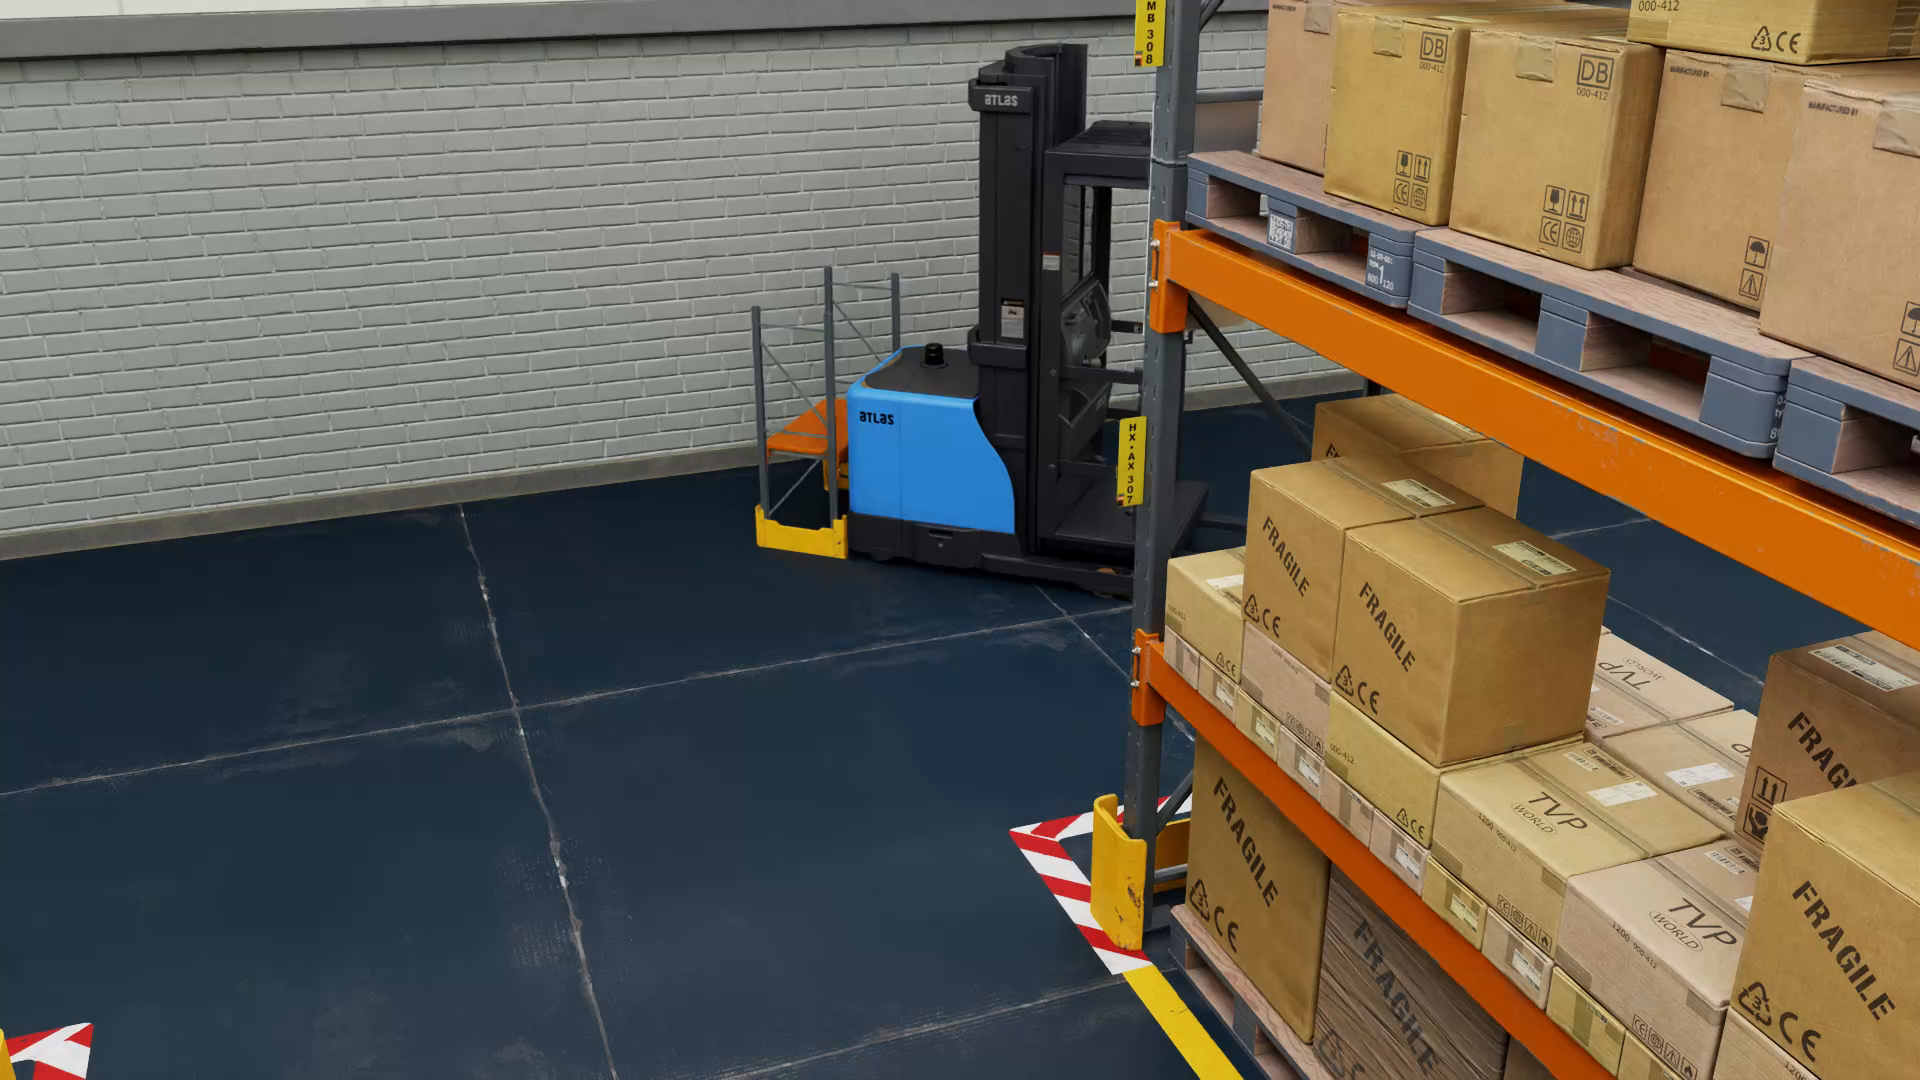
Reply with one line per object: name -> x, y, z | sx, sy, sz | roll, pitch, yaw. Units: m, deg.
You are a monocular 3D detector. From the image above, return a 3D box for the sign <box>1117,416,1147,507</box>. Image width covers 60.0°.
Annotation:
sign -> 0.600, -0.273, 5.819 | 0.100, 0.325, 0.005 | -8, 24, -19

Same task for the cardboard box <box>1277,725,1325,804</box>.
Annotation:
cardboard box -> 1.214, 0.659, 5.147 | 0.380, 0.149, 0.250 | -9, 24, -20

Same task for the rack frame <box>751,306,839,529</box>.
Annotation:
rack frame -> -0.964, -0.624, 9.800 | 0.500, 1.500, 0.032 | 8, 24, 18

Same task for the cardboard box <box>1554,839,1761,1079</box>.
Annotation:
cardboard box -> 1.767, 0.976, 3.881 | 0.500, 0.250, 0.500 | -8, 24, -18

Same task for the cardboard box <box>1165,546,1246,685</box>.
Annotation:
cardboard box -> 1.038, 0.232, 5.648 | 0.500, 0.250, 0.500 | -9, 24, -20

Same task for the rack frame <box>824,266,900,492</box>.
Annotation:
rack frame -> -0.617, -0.995, 10.680 | 0.500, 1.500, 0.032 | 8, 24, 18

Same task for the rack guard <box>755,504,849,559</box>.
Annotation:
rack guard -> -0.957, -0.055, 10.059 | 0.587, 0.250, 0.087 | 8, 24, 18

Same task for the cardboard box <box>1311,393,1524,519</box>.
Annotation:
cardboard box -> 1.539, -0.184, 5.669 | 0.500, 0.500, 0.500 | -8, 24, -18

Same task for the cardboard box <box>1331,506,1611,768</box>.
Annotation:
cardboard box -> 1.404, 0.256, 4.626 | 0.500, 0.500, 0.500 | -9, 24, -20

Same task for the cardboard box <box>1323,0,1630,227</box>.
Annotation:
cardboard box -> 1.441, -1.177, 4.520 | 0.700, 0.500, 0.500 | -9, 25, -21

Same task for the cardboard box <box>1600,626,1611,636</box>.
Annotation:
cardboard box -> 1.720, 0.345, 5.380 | 0.500, 0.250, 0.500 | -9, 24, -20

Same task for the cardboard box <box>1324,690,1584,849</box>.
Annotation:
cardboard box -> 1.402, 0.603, 4.767 | 0.500, 0.250, 0.500 | -9, 25, -21

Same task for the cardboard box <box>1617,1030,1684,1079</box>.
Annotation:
cardboard box -> 1.756, 1.218, 3.822 | 0.380, 0.149, 0.250 | -8, 24, -18

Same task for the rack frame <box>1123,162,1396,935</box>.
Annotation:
rack frame -> 1.122, 0.089, 6.178 | 1.000, 3.000, 0.127 | -8, 24, -19

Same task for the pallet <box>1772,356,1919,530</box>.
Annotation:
pallet -> 2.255, -0.098, 2.873 | 1.003, 0.211, 1.213 | -8, 24, -19

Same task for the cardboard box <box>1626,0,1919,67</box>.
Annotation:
cardboard box -> 1.826, -1.190, 3.585 | 0.500, 0.250, 0.500 | -9, 25, -21

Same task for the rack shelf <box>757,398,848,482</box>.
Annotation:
rack shelf -> -0.790, -0.644, 10.310 | 0.538, 0.185, 1.000 | 8, 24, 18

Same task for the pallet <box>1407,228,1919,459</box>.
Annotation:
pallet -> 1.828, -0.541, 3.923 | 1.003, 0.211, 1.213 | -8, 24, -19

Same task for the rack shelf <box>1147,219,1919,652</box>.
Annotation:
rack shelf -> 1.828, -0.236, 4.011 | 1.077, 0.370, 4.000 | -8, 24, -19

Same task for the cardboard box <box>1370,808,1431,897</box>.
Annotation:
cardboard box -> 1.395, 0.845, 4.706 | 0.380, 0.149, 0.250 | -9, 24, -20

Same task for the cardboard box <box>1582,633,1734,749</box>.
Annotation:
cardboard box -> 1.900, 0.530, 4.942 | 0.500, 0.250, 0.500 | -9, 25, -21

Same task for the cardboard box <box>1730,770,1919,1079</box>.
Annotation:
cardboard box -> 1.949, 0.815, 3.298 | 0.500, 0.500, 0.500 | -8, 24, -18

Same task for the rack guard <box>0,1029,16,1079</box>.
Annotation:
rack guard -> -3.533, 1.913, 5.068 | 1.175, 0.500, 0.348 | -8, 24, -19

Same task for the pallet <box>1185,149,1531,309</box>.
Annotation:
pallet -> 1.393, -0.985, 4.976 | 1.003, 0.211, 1.213 | -8, 24, -19

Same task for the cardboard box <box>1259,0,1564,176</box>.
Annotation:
cardboard box -> 1.355, -1.398, 5.044 | 0.700, 0.500, 0.500 | -10, 25, -22

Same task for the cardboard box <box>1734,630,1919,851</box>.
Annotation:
cardboard box -> 2.250, 0.551, 3.926 | 0.500, 0.500, 0.500 | -9, 25, -21

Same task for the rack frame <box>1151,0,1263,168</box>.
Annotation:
rack frame -> 1.122, -2.676, 5.013 | 1.000, 3.000, 0.127 | -8, 24, -19

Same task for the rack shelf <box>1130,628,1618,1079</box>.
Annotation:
rack shelf -> 1.828, 1.147, 4.593 | 1.077, 0.370, 4.000 | -8, 24, -19

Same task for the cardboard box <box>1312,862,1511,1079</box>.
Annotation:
cardboard box -> 1.744, 1.426, 5.199 | 0.875, 0.875, 0.875 | -8, 24, -19

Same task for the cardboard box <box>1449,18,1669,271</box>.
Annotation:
cardboard box -> 1.669, -0.996, 4.090 | 0.700, 0.500, 0.500 | -10, 25, -23

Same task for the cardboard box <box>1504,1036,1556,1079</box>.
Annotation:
cardboard box -> 2.058, 1.750, 4.432 | 0.875, 0.875, 0.875 | -8, 24, -19

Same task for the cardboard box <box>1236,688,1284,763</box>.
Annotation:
cardboard box -> 1.121, 0.565, 5.372 | 0.380, 0.149, 0.250 | -9, 24, -20

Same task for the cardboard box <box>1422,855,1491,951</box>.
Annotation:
cardboard box -> 1.483, 0.937, 4.488 | 0.380, 0.149, 0.250 | -9, 24, -20

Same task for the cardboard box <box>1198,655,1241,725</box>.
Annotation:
cardboard box -> 1.030, 0.472, 5.593 | 0.380, 0.149, 0.250 | -9, 24, -20

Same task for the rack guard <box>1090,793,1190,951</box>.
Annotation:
rack guard -> 1.113, 1.232, 6.684 | 1.175, 0.500, 0.348 | -8, 24, -19

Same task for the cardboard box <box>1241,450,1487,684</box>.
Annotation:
cardboard box -> 1.215, 0.068, 5.071 | 0.500, 0.500, 0.500 | -9, 24, -20

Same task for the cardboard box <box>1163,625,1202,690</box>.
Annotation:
cardboard box -> 0.938, 0.379, 5.813 | 0.380, 0.149, 0.250 | -8, 24, -18

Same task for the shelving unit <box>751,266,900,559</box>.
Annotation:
shelving unit -> -0.787, -0.813, 10.248 | 0.587, 1.500, 1.083 | 8, 24, 18

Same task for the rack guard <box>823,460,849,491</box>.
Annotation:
rack guard -> -0.617, -0.419, 10.922 | 0.587, 0.250, 0.087 | 8, 24, 18

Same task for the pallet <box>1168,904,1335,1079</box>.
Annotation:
pallet -> 1.477, 1.653, 6.056 | 1.003, 0.211, 1.213 | -8, 24, -19

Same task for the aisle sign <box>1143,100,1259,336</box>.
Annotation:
aisle sign -> 0.815, -1.094, 5.637 | 0.394, 0.787, 0.004 | -8, 24, -19

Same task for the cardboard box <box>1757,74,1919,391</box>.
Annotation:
cardboard box -> 2.016, -0.598, 3.147 | 0.700, 0.500, 0.500 | -7, 24, -16

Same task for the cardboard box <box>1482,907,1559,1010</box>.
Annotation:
cardboard box -> 1.577, 1.032, 4.262 | 0.380, 0.149, 0.250 | -8, 24, -18

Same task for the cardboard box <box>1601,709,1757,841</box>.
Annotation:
cardboard box -> 2.087, 0.718, 4.494 | 0.500, 0.250, 0.500 | -8, 24, -19

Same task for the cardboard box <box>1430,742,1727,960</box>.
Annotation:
cardboard box -> 1.592, 0.792, 4.319 | 0.500, 0.250, 0.500 | -9, 24, -20

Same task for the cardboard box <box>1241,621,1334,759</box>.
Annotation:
cardboard box -> 1.228, 0.420, 5.202 | 0.500, 0.250, 0.500 | -9, 24, -20

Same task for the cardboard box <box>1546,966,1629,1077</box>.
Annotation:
cardboard box -> 1.666, 1.125, 4.042 | 0.380, 0.149, 0.250 | -9, 24, -20

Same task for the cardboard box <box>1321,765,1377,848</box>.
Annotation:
cardboard box -> 1.303, 0.752, 4.928 | 0.380, 0.149, 0.250 | -9, 24, -20

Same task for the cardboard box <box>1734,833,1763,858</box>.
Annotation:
cardboard box -> 2.254, 0.898, 4.066 | 0.500, 0.250, 0.500 | -8, 24, -18

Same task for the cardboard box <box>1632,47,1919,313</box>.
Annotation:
cardboard box -> 1.964, -0.808, 3.644 | 0.700, 0.500, 0.500 | -7, 24, -17

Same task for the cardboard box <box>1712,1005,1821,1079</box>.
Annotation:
cardboard box -> 1.948, 1.162, 3.441 | 0.500, 0.250, 0.500 | -8, 24, -17

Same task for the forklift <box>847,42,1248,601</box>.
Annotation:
forklift -> 0.903, -1.231, 9.396 | 3.031, 2.935, 1.130 | 8, 24, 17

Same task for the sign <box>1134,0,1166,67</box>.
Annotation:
sign -> 0.600, -1.659, 5.235 | 0.100, 0.325, 0.005 | -8, 24, -19

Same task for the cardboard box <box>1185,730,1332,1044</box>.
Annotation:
cardboard box -> 1.422, 1.096, 5.983 | 0.875, 0.875, 0.875 | -8, 24, -19
